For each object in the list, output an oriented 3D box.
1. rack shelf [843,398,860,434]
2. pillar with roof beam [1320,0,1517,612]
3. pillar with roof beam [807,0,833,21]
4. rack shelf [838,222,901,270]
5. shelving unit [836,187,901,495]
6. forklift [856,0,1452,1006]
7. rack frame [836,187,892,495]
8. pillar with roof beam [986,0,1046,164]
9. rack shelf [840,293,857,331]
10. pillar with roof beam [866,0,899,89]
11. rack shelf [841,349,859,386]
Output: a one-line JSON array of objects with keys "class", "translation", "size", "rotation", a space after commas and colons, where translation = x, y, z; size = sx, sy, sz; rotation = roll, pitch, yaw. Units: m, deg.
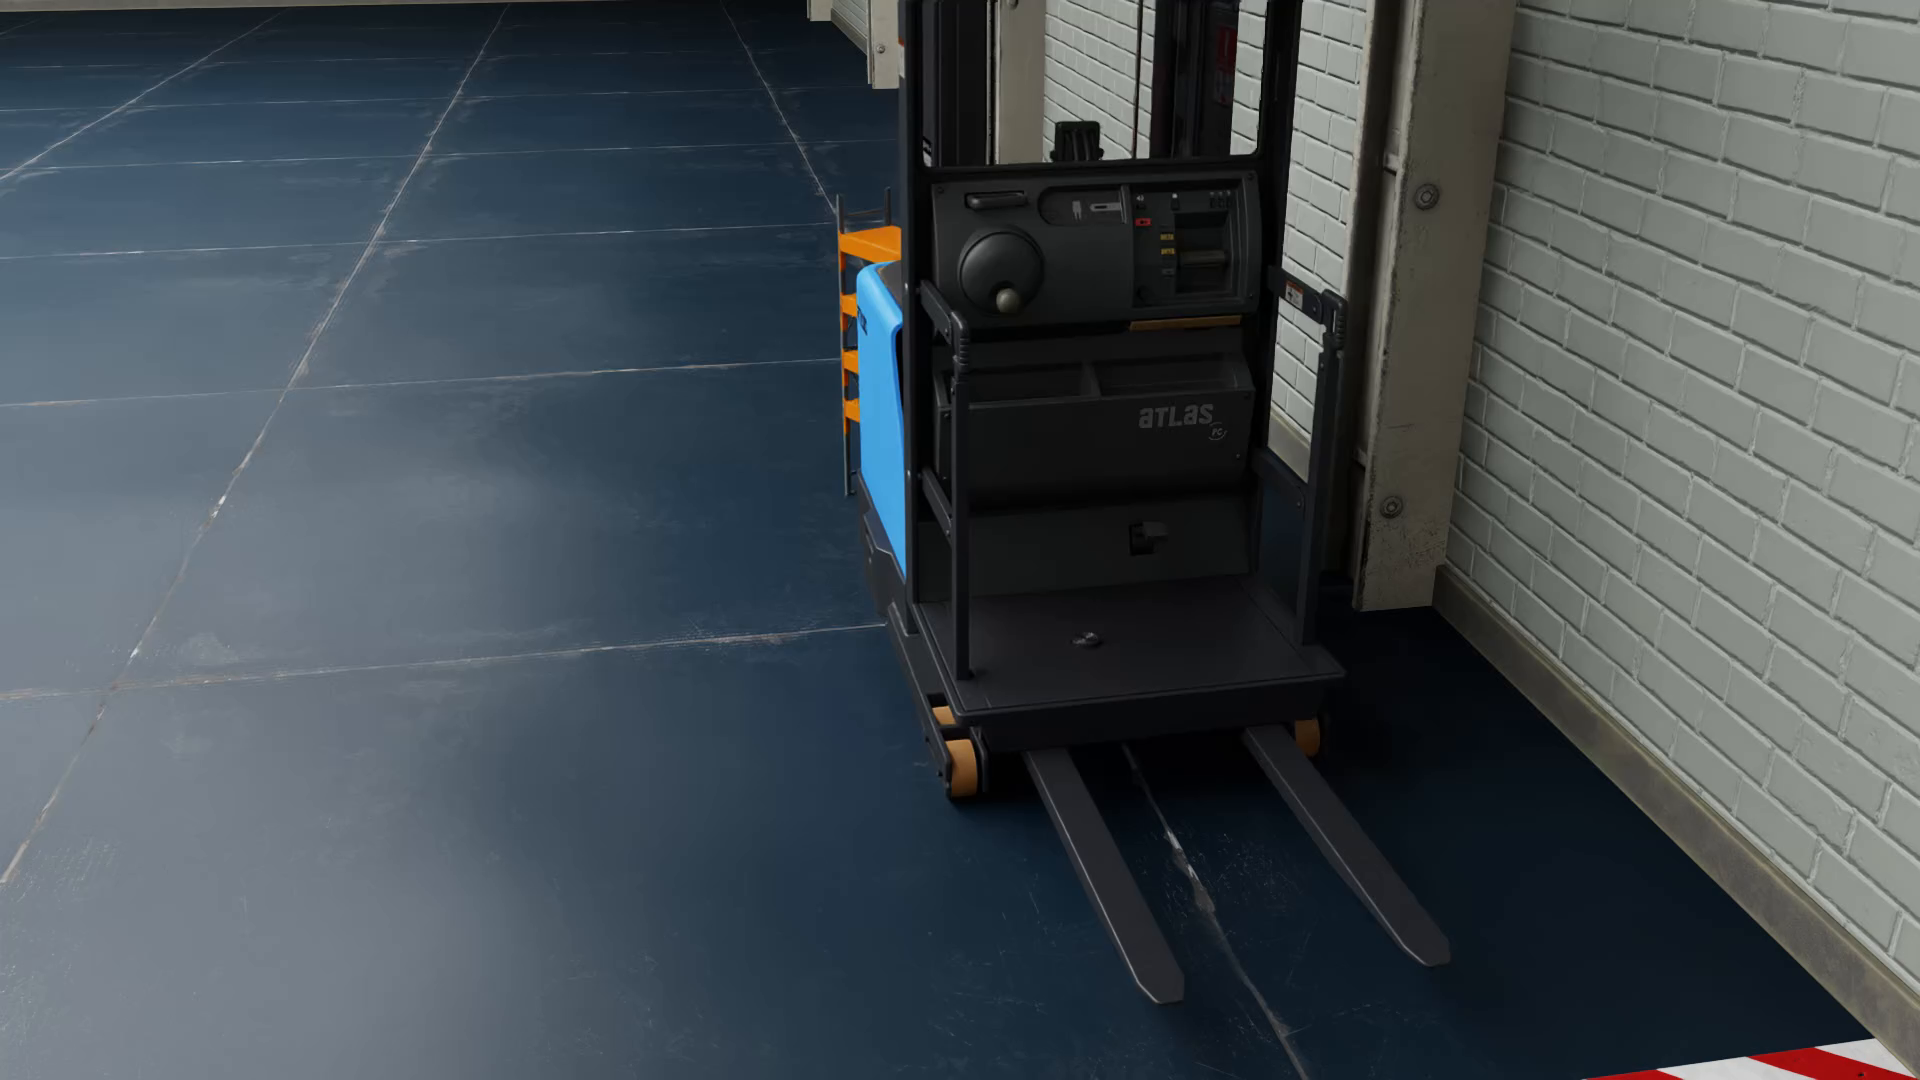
[{"class": "rack shelf", "translation": [-0.212, -0.440, 6.423], "size": [0.258, 0.148, 0.480], "rotation": [-17, 29, -34]}, {"class": "pillar with roof beam", "translation": [-2.757, -3.649, 3.362], "size": [9.100, 9.000, 0.400], "rotation": [-4, 24, -10]}, {"class": "pillar with roof beam", "translation": [-6.085, -10.729, 19.573], "size": [9.100, 9.000, 0.400], "rotation": [-4, 24, -10]}, {"class": "rack shelf", "translation": [-0.212, -1.044, 6.159], "size": [0.258, 0.148, 0.480], "rotation": [-17, 29, -34]}, {"class": "shelving unit", "translation": [-0.212, -0.684, 6.317], "size": [0.258, 1.200, 0.503], "rotation": [-17, 29, -34]}, {"class": "forklift", "translation": [0.429, -0.789, 4.396], "size": [1.130, 2.935, 3.031], "rotation": [-5, 24, -11]}, {"class": "rack frame", "translation": [-0.361, -0.761, 6.494], "size": [0.240, 1.200, 0.015], "rotation": [-17, 29, -34]}, {"class": "pillar with roof beam", "translation": [-3.866, -6.009, 8.766], "size": [9.100, 9.000, 0.400], "rotation": [-4, 24, -10]}, {"class": "rack shelf", "translation": [-0.212, -0.827, 6.254], "size": [0.258, 0.148, 0.480], "rotation": [-17, 29, -34]}, {"class": "pillar with roof beam", "translation": [-4.976, -8.369, 14.170], "size": [9.100, 9.000, 0.400], "rotation": [-4, 24, -10]}, {"class": "rack shelf", "translation": [-0.212, -0.622, 6.344], "size": [0.258, 0.148, 0.480], "rotation": [-17, 29, -34]}]
